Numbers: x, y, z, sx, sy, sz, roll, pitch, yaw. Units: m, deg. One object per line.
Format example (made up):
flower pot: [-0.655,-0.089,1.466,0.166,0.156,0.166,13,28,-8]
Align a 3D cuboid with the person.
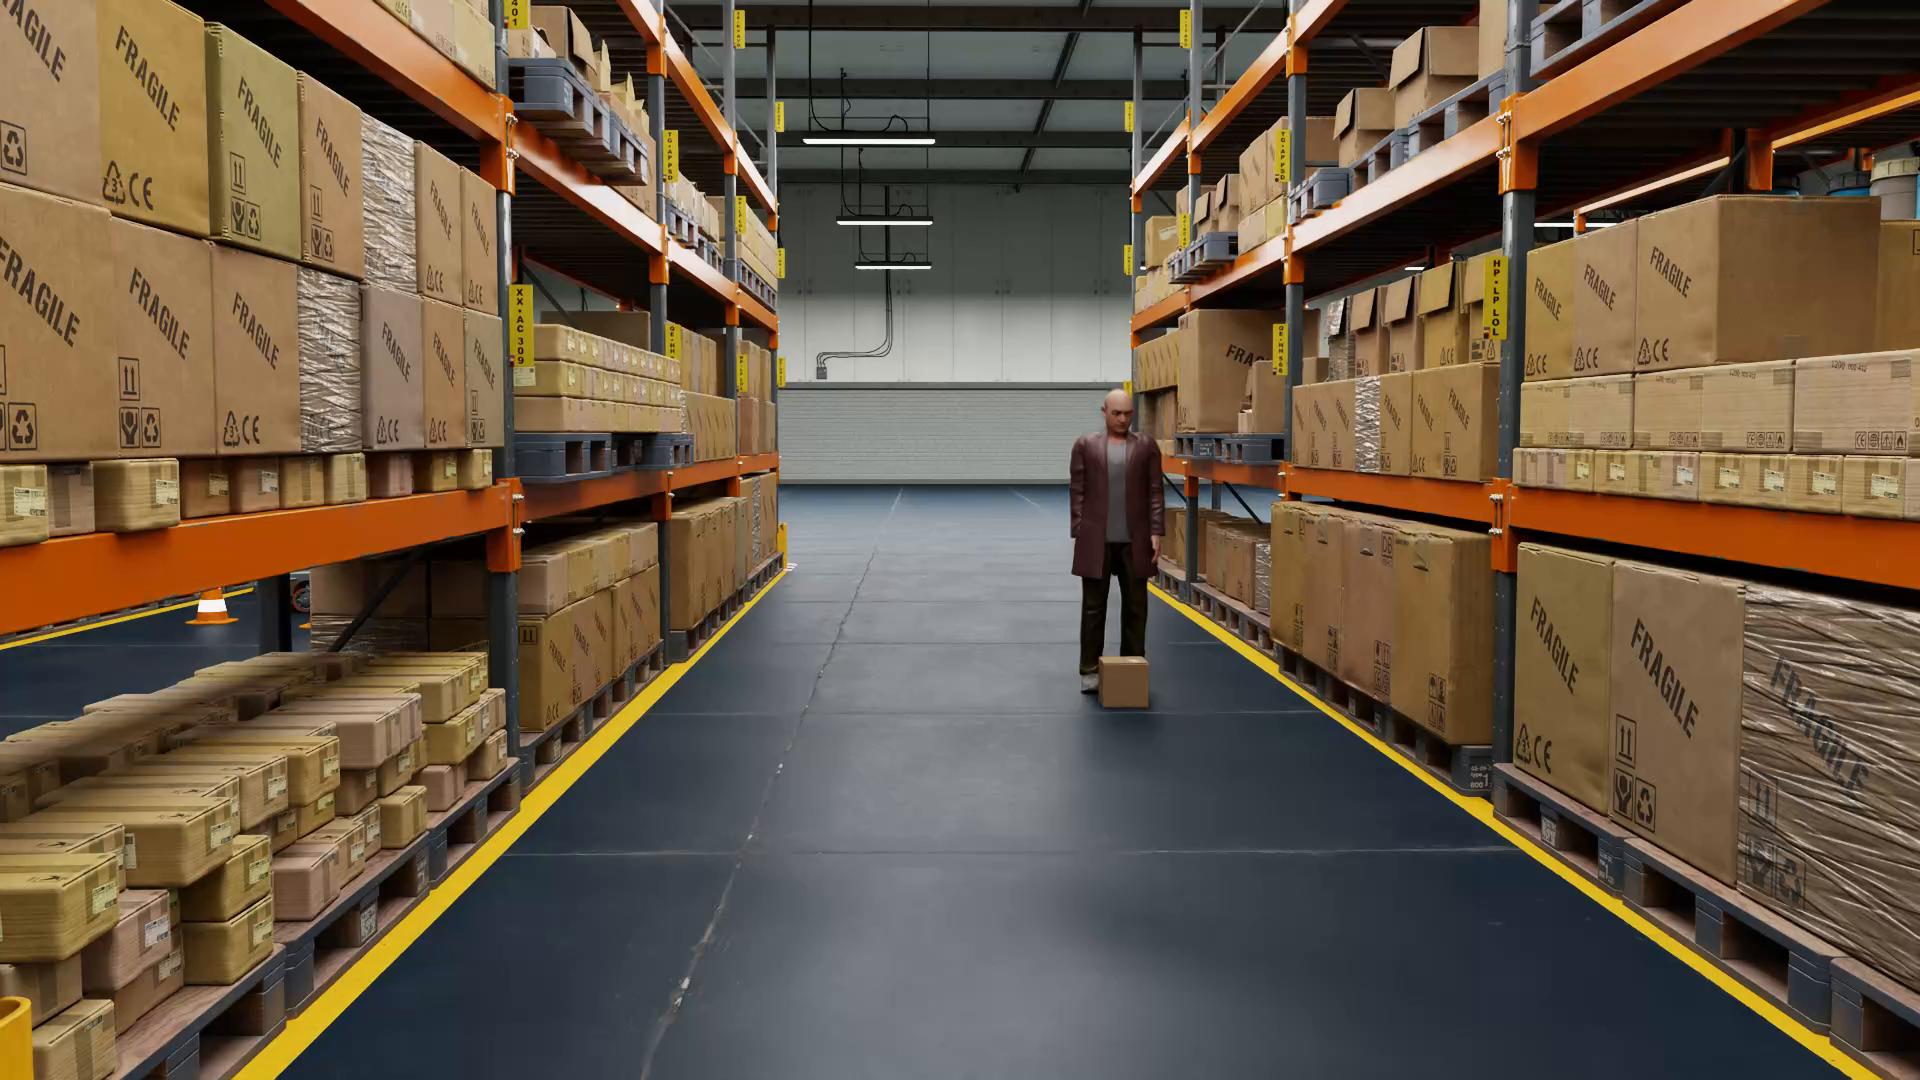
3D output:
person: [0.924,0.002,9.740,0.562,1.773,0.379,0,4,0]
